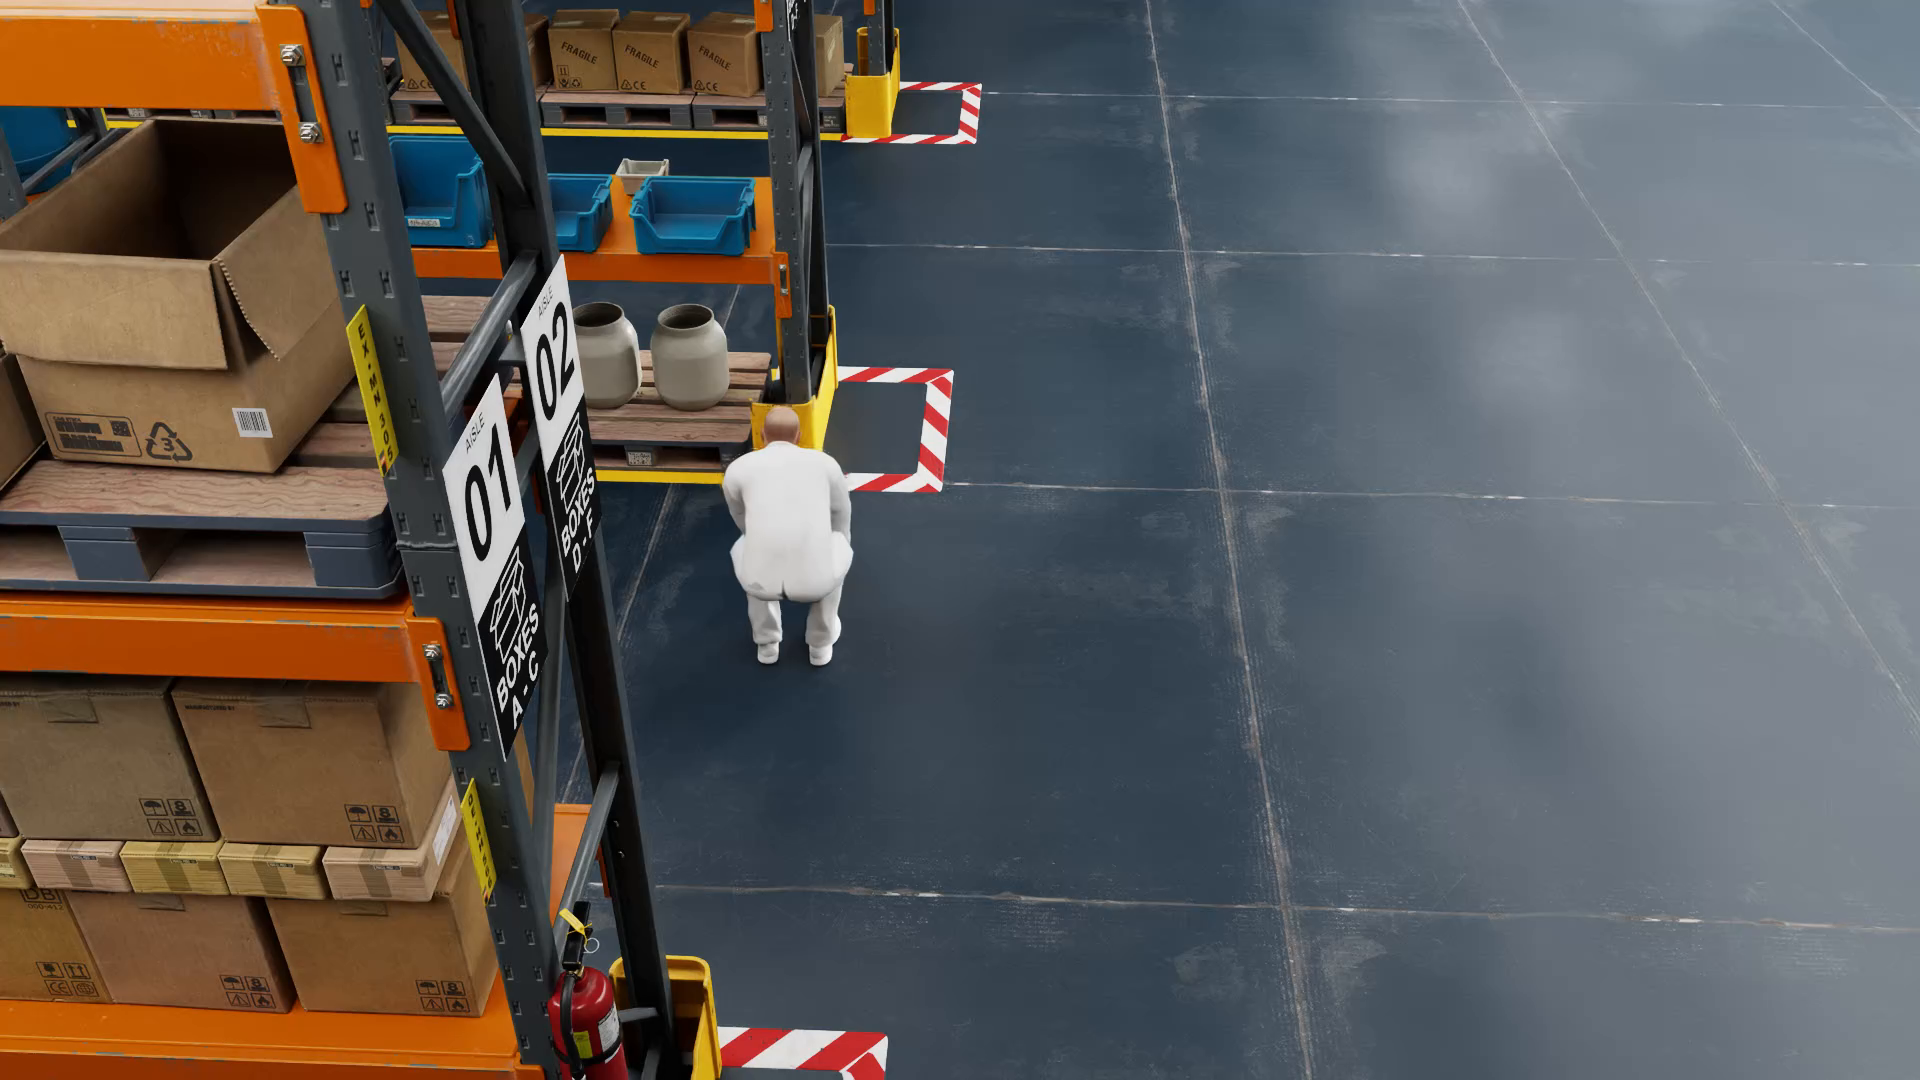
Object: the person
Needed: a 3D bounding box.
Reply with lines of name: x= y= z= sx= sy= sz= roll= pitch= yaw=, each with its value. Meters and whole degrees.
person: x=-0.799 y=0.000 z=7.769 sx=0.612 sy=1.045 sz=0.893 roll=1 pitch=35 yaw=2
